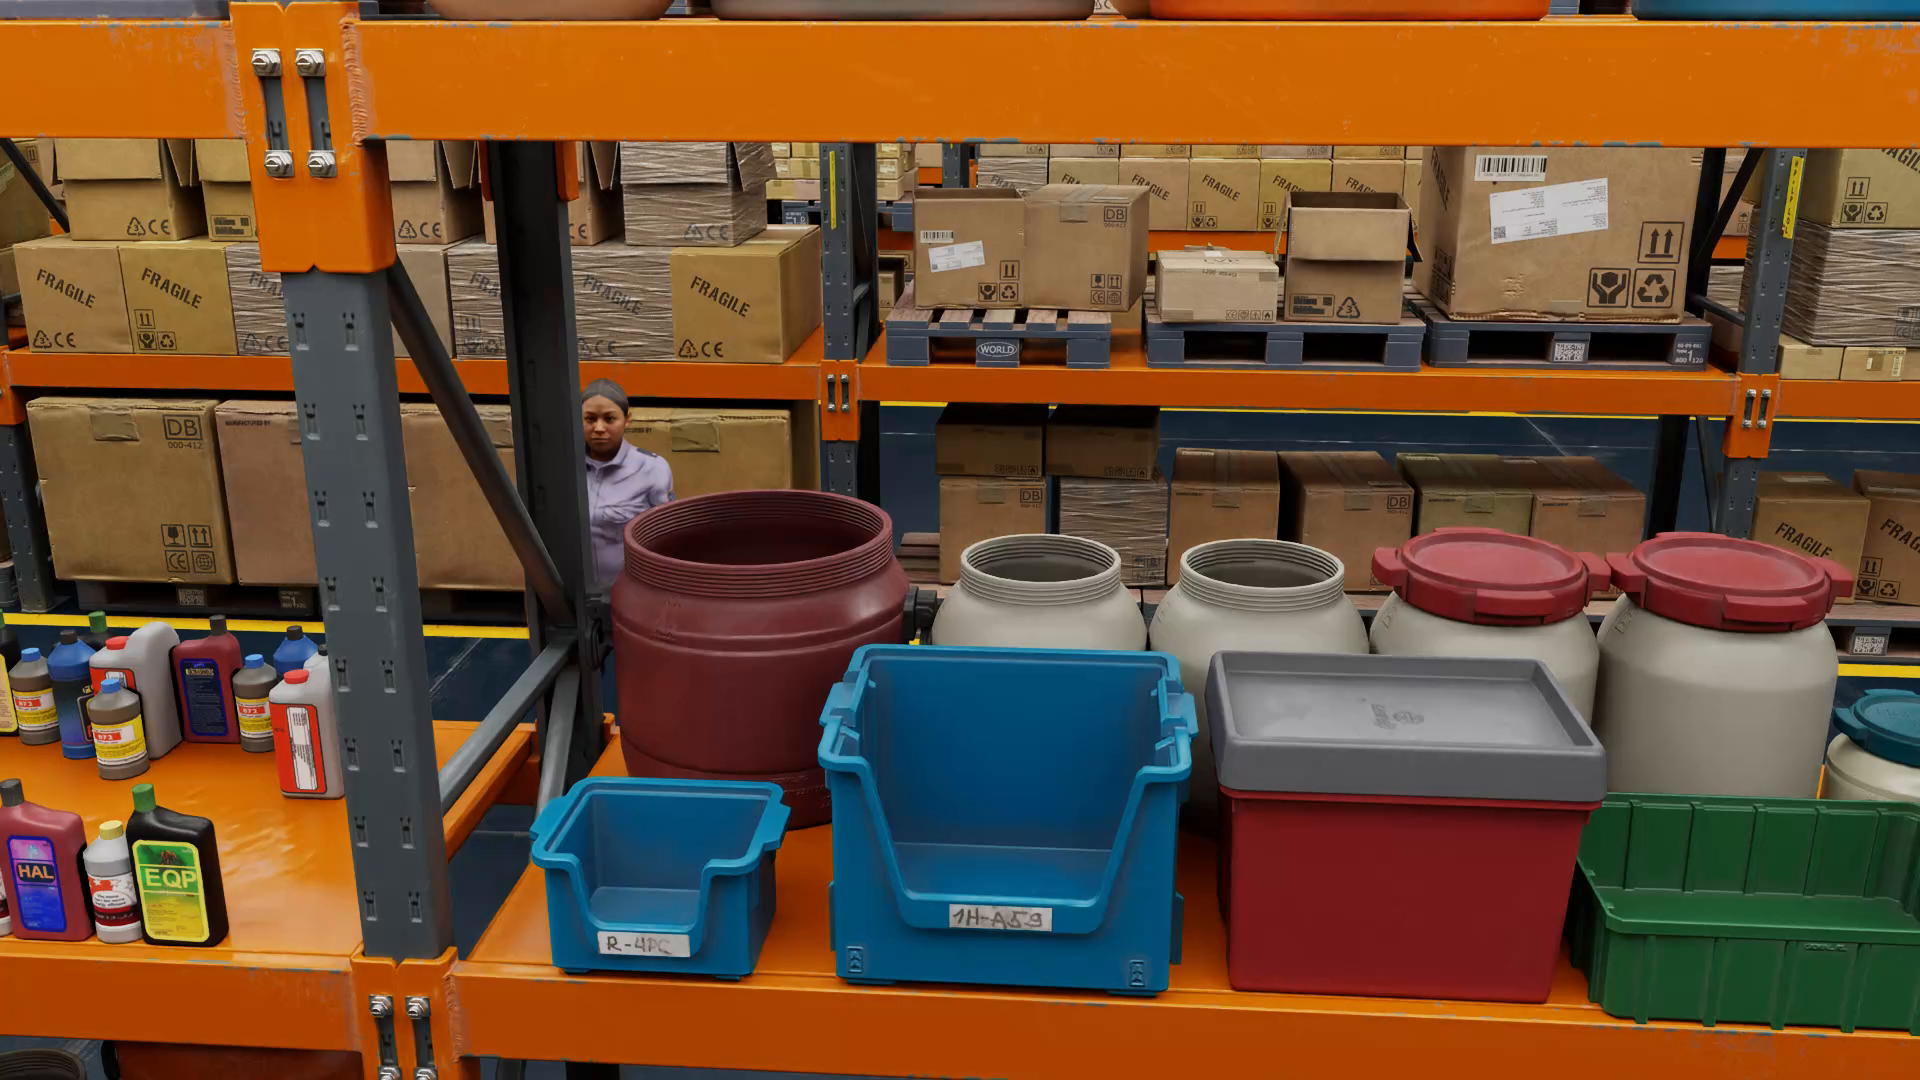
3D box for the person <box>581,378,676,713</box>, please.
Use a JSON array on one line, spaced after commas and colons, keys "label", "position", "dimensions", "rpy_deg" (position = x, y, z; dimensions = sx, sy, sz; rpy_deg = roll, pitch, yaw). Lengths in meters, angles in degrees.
[{"label": "person", "position": [-1.234, 0.276, 5.805], "dimensions": [0.545, 1.707, 0.387], "rpy_deg": [2, 18, 5]}]
